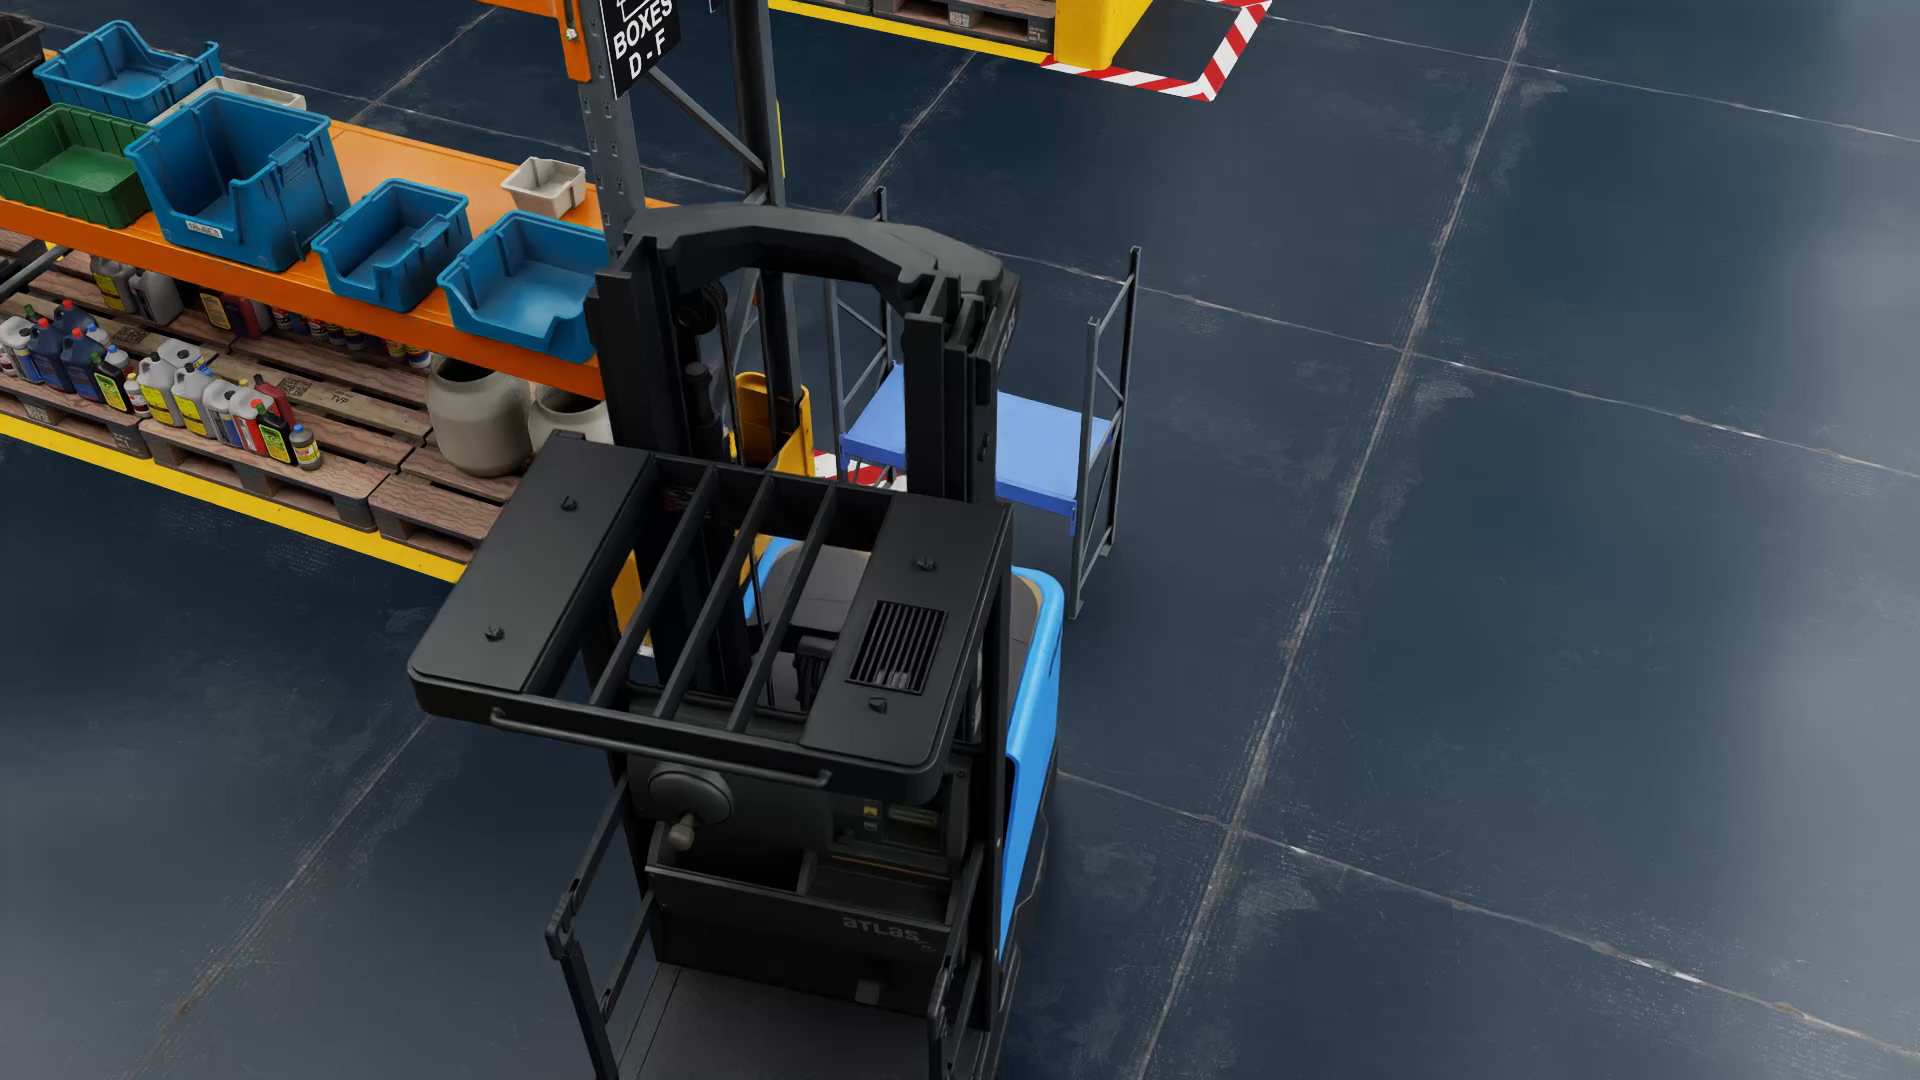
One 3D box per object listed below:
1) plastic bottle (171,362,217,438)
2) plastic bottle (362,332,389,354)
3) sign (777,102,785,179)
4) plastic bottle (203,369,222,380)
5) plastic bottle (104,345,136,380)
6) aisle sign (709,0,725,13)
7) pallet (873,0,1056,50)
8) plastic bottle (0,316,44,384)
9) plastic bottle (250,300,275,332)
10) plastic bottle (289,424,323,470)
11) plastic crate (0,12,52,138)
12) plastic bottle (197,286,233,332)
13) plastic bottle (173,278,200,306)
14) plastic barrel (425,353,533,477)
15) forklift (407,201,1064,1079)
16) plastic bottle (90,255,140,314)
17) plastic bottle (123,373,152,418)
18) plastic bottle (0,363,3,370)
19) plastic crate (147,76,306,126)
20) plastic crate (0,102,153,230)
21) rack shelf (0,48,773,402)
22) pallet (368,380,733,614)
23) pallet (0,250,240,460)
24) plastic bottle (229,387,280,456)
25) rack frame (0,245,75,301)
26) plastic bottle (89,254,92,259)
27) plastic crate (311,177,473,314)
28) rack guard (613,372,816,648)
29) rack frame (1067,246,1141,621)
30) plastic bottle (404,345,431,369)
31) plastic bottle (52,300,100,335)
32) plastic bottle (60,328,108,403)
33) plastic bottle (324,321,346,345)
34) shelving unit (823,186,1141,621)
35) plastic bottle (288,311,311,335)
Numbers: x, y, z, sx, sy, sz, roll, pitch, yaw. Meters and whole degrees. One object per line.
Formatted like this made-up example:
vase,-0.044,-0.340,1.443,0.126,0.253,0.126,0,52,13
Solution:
plastic bottle,-3.280,-0.621,7.153,0.185,0.351,0.144,18,48,17
plastic bottle,-2.667,-0.986,7.568,0.133,0.283,0.061,17,47,16
sign,-0.695,-1.480,6.253,0.005,0.325,0.100,16,47,16
plastic bottle,-3.273,-0.659,7.297,0.097,0.201,0.097,0,45,0
plastic bottle,-3.693,-0.744,7.332,0.097,0.271,0.097,0,45,0
aisle sign,-0.732,-2.117,5.247,0.004,0.787,0.394,16,47,16
pallet,0.189,-3.525,10.482,1.213,0.211,1.003,16,47,16
plastic bottle,-4.169,-0.860,7.445,0.135,0.276,0.152,18,48,17
plastic bottle,-3.274,-1.128,7.715,0.135,0.276,0.152,17,47,17
plastic bottle,-2.775,-0.402,7.038,0.097,0.201,0.097,0,45,0
plastic crate,-4.169,-1.864,6.880,0.504,0.338,0.767,16,47,16
plastic bottle,-3.438,-1.103,7.685,0.133,0.283,0.061,16,47,16
plastic bottle,-3.721,-1.289,7.823,0.185,0.351,0.144,14,47,14
plastic barrel,-2.011,-0.557,6.988,0.421,0.512,0.421,0,45,0
forklift,-0.479,0.768,4.239,1.130,2.935,3.031,9,46,9
plastic bottle,-3.953,-1.247,7.781,0.185,0.351,0.144,16,47,16
plastic bottle,-3.591,-0.642,7.280,0.097,0.201,0.097,0,45,0
plastic bottle,-4.384,-0.875,7.514,0.097,0.201,0.097,0,45,0
plastic crate,-3.007,-1.741,6.899,0.437,0.136,0.530,16,47,16
plastic crate,-3.459,-1.483,6.603,0.662,0.188,0.450,16,47,16
rack shelf,-2.757,-1.313,6.792,4.000,0.370,1.077,16,47,16
pallet,-1.747,-0.250,7.191,1.213,0.211,1.003,16,47,16
pallet,-3.999,-0.913,7.857,1.213,0.211,1.003,16,47,16
plastic bottle,-2.997,-0.515,7.099,0.135,0.276,0.152,17,47,16
rack frame,-4.603,-2.111,7.084,0.127,3.000,1.000,16,47,16
plastic bottle,-4.148,-1.379,8.021,0.097,0.201,0.097,0,45,0
plastic crate,-2.086,-1.093,6.166,0.408,0.251,0.499,16,47,16
rack guard,-1.000,-0.129,6.864,0.348,0.500,1.175,16,47,16
rack frame,0.548,-0.370,6.398,0.032,1.500,0.500,16,47,16
plastic bottle,-2.465,-0.909,7.498,0.097,0.271,0.097,0,45,0
plastic bottle,-3.962,-0.932,7.466,0.185,0.351,0.144,16,47,16
plastic bottle,-3.844,-0.787,7.320,0.185,0.351,0.144,15,47,14
plastic bottle,-2.873,-1.029,7.619,0.097,0.271,0.097,0,45,0
shelving unit,0.079,-0.509,6.537,1.048,1.500,0.538,16,47,16
plastic bottle,-3.060,-1.084,7.674,0.097,0.271,0.097,0,45,0
